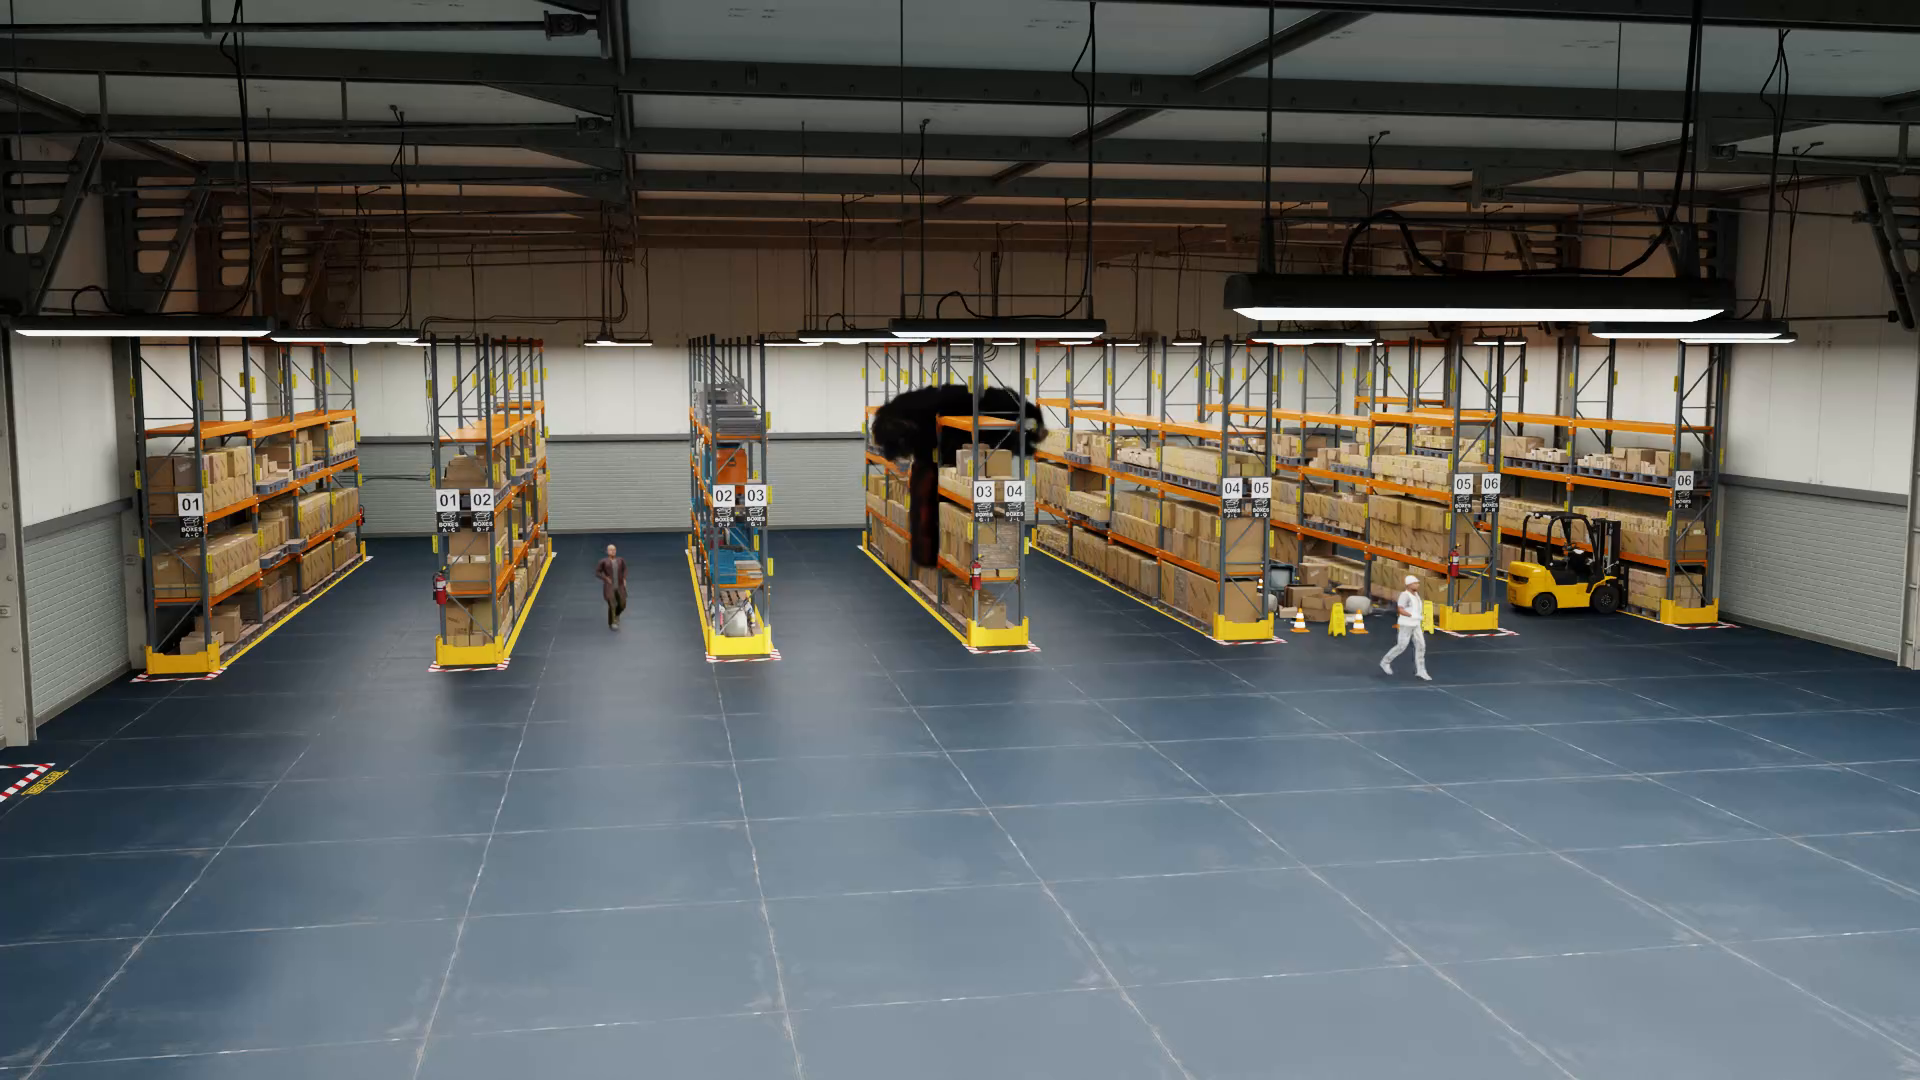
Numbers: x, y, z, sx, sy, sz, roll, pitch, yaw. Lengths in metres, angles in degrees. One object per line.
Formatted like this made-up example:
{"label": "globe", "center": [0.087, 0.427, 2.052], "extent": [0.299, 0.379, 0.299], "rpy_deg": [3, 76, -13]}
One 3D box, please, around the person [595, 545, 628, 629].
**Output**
{"label": "person", "center": [-7.075, 0.965, 34.003], "extent": [0.703, 1.728, 0.652], "rpy_deg": [-4, 8, -31]}

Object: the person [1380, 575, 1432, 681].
{"label": "person", "center": [7.845, 1.511, 29.013], "extent": [0.947, 1.795, 0.721], "rpy_deg": [6, 9, 42]}
